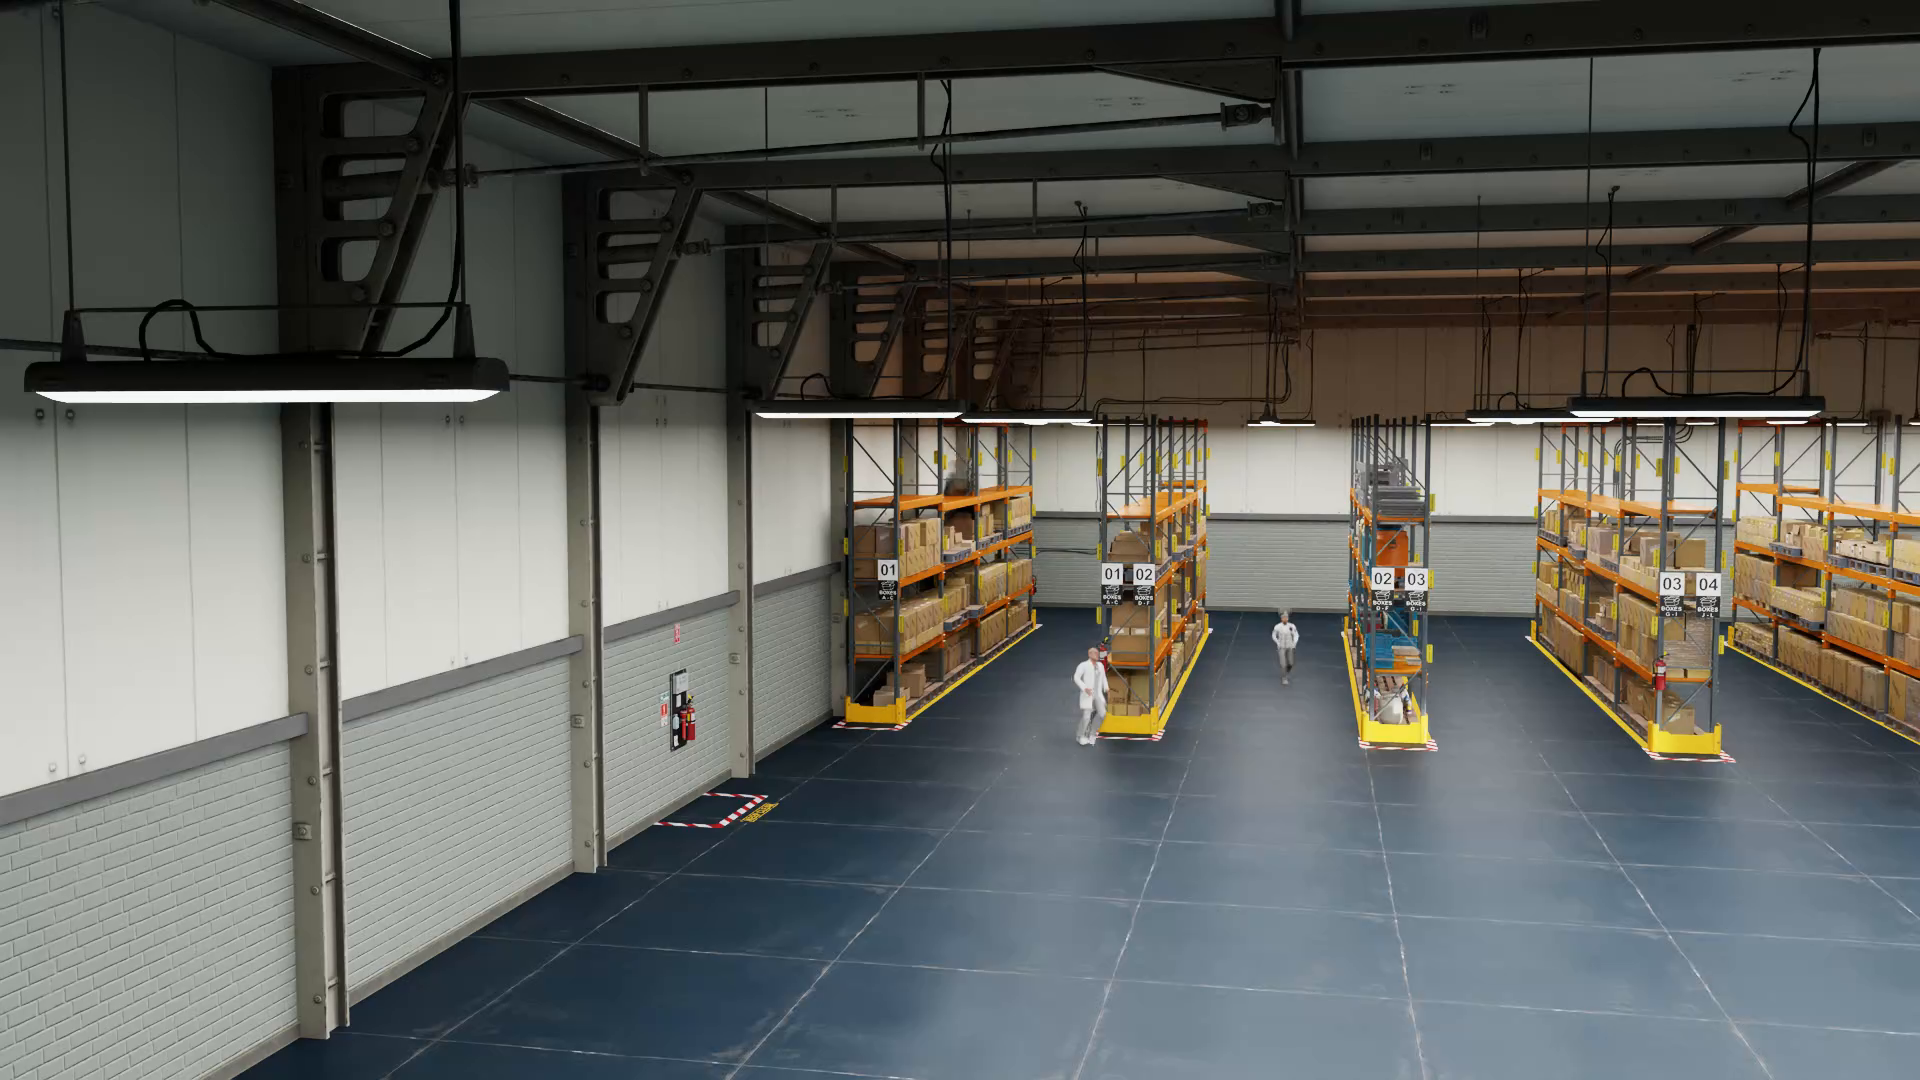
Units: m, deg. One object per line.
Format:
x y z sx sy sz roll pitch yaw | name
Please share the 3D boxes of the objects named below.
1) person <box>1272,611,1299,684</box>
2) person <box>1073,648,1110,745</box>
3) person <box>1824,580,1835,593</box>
7.297 2.413 37.260 0.592 1.651 0.538 0 4 5 | person
2.429 2.850 30.281 0.768 1.745 0.624 -2 4 -24 | person
23.275 1.911 44.772 0.687 1.688 0.578 1 4 13 | person
